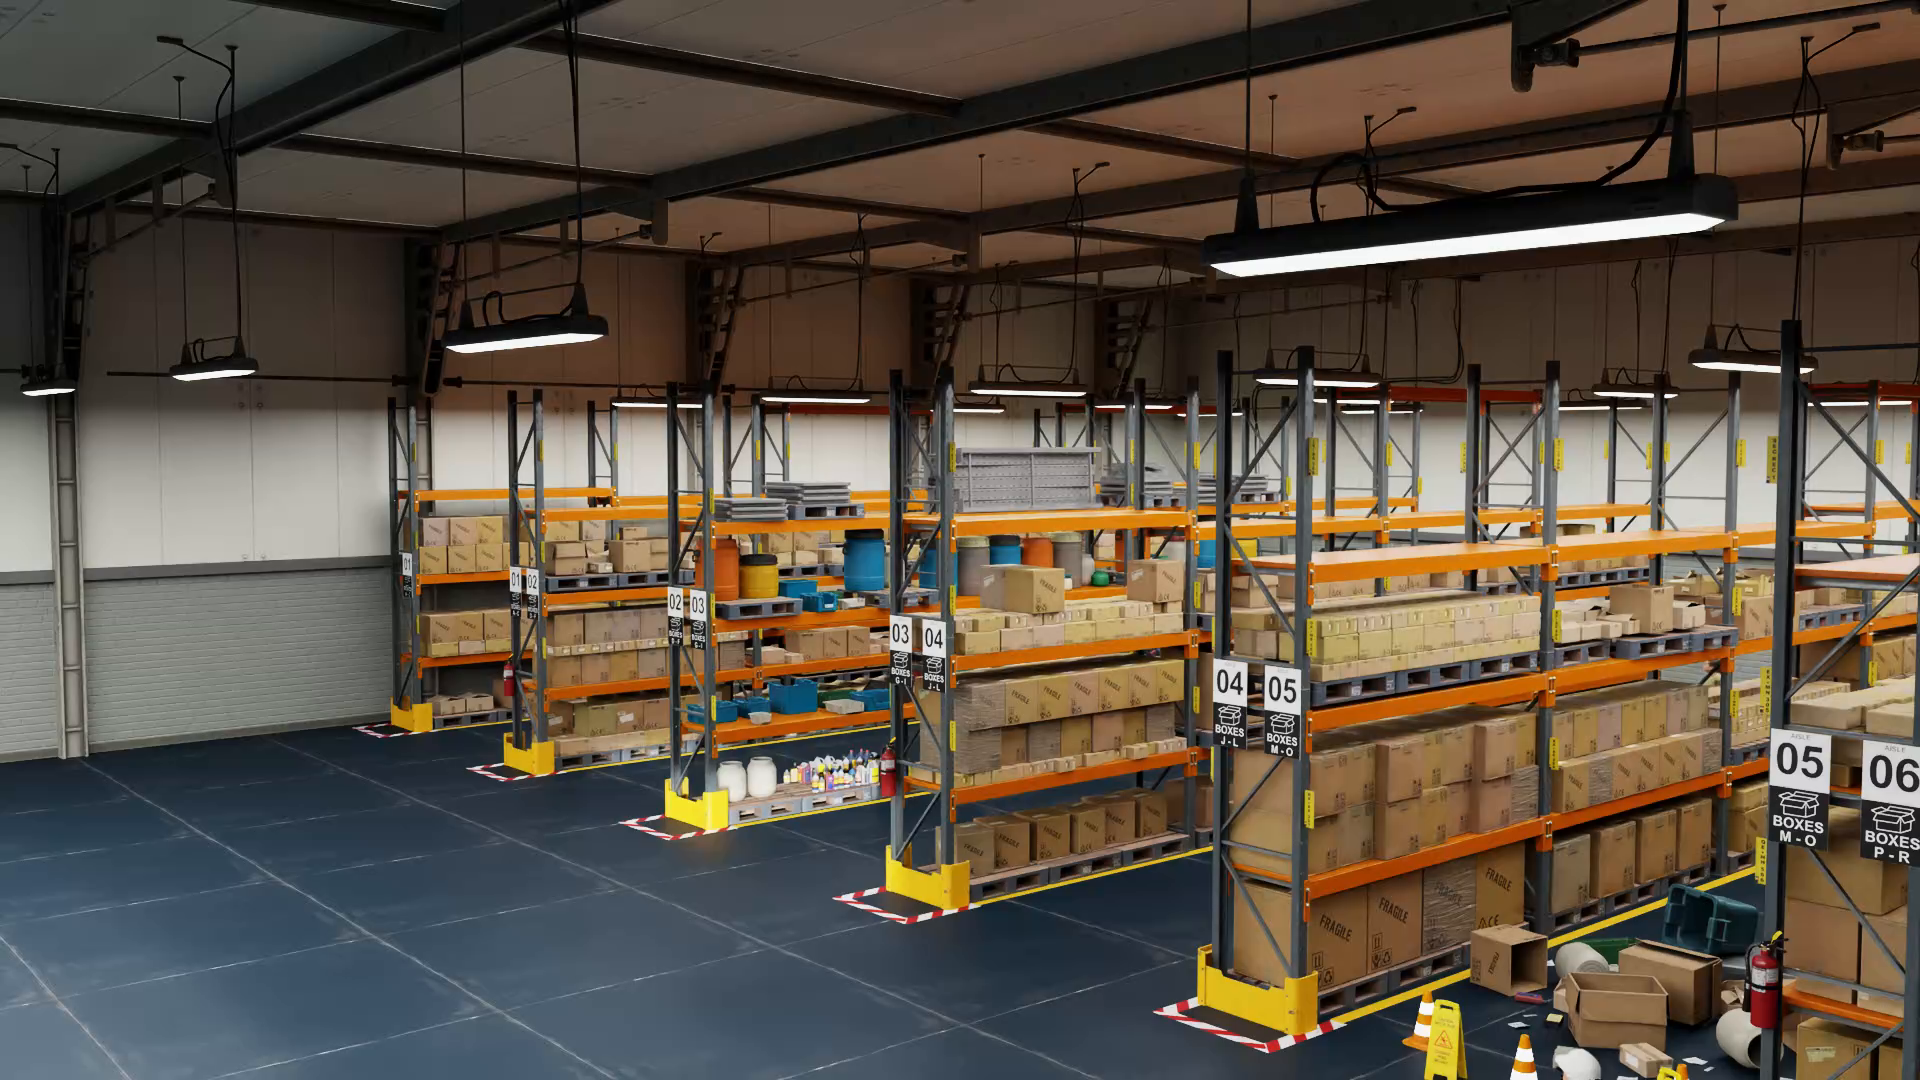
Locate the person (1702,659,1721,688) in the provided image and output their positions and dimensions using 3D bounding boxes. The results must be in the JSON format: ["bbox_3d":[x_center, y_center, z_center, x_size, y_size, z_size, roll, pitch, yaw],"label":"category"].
[{"bbox_3d":[12.207,2.731,26.963,0.982,1.643,0.504,-3,5,-42],"label":"person"}]

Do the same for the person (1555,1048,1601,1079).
[{"bbox_3d":[3.475,3.737,9.354,1.017,1.759,0.479,1,3,13],"label":"person"}]
